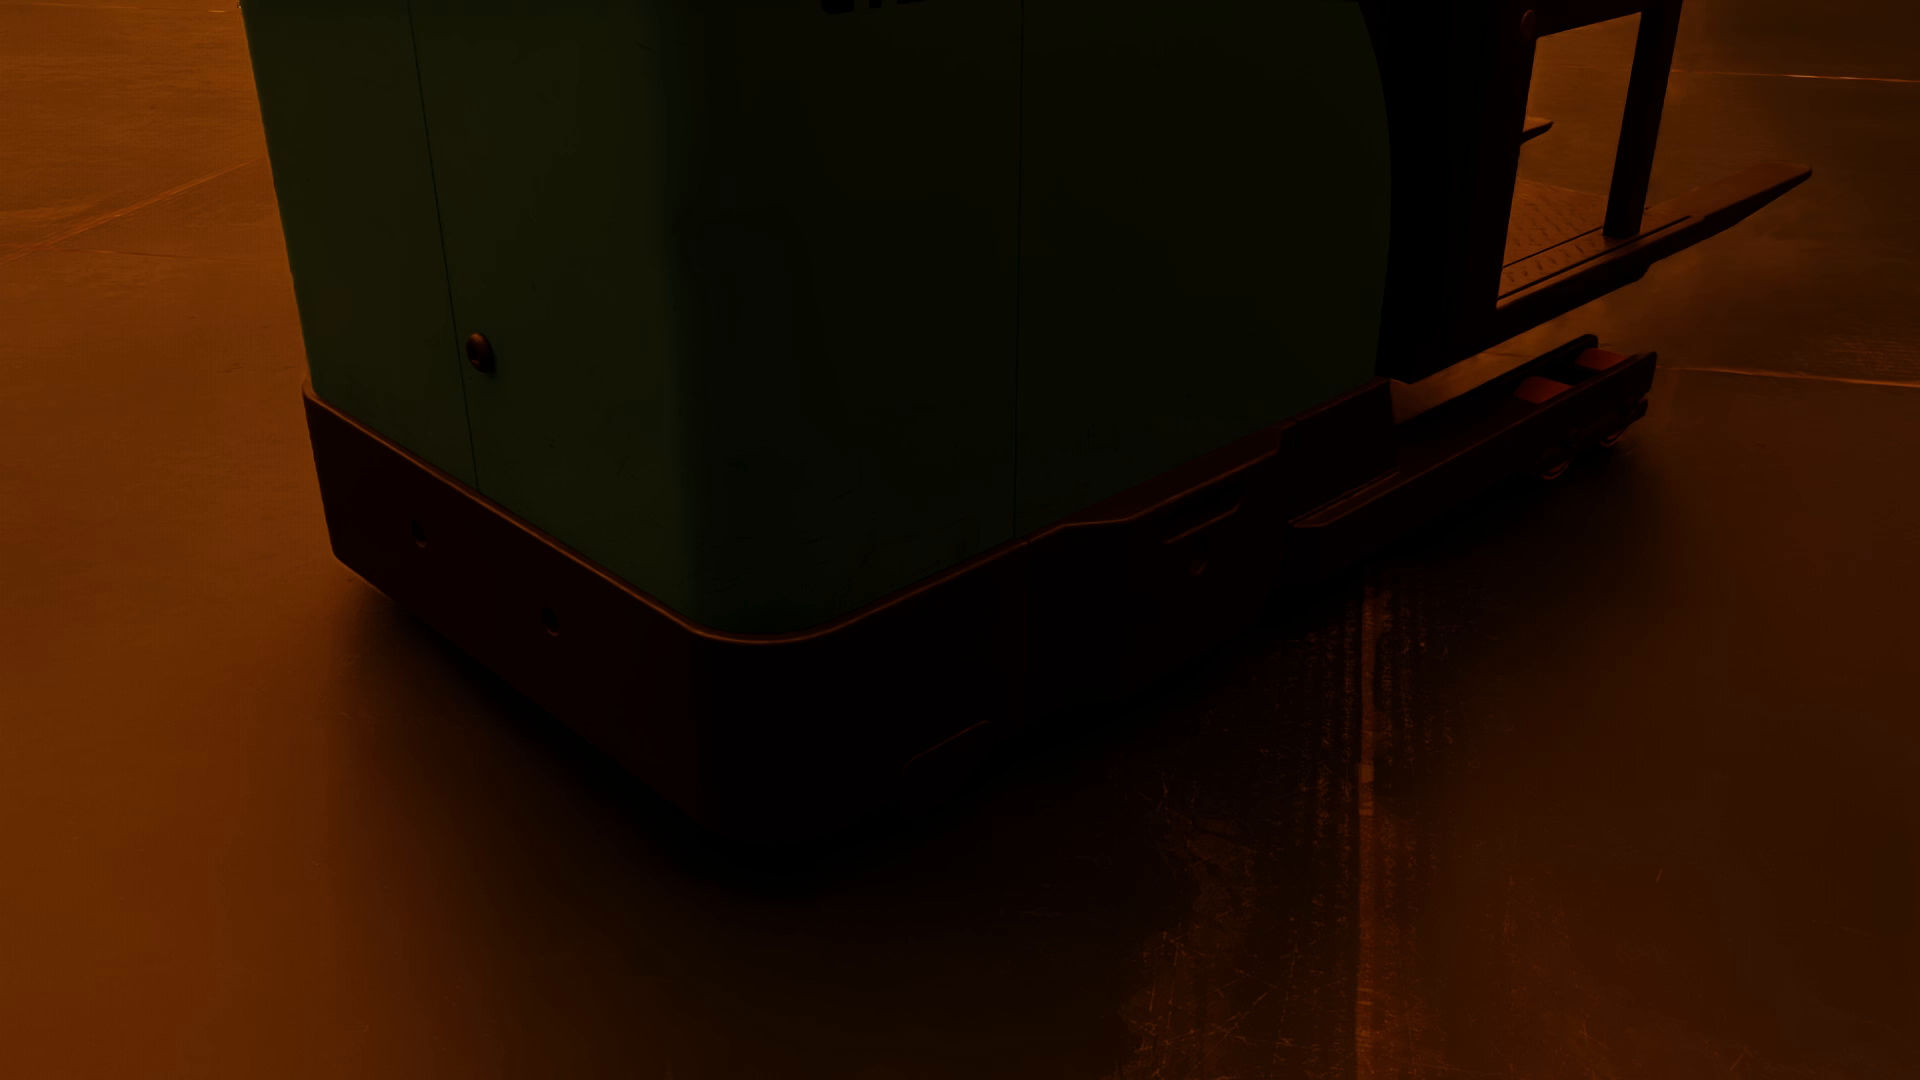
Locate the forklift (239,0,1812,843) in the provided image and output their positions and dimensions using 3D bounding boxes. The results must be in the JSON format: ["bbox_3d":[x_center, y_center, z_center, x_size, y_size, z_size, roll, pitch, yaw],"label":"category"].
[{"bbox_3d":[0.528,-1.554,2.326,3.031,2.935,1.130,-23,35,-38],"label":"forklift"}]
